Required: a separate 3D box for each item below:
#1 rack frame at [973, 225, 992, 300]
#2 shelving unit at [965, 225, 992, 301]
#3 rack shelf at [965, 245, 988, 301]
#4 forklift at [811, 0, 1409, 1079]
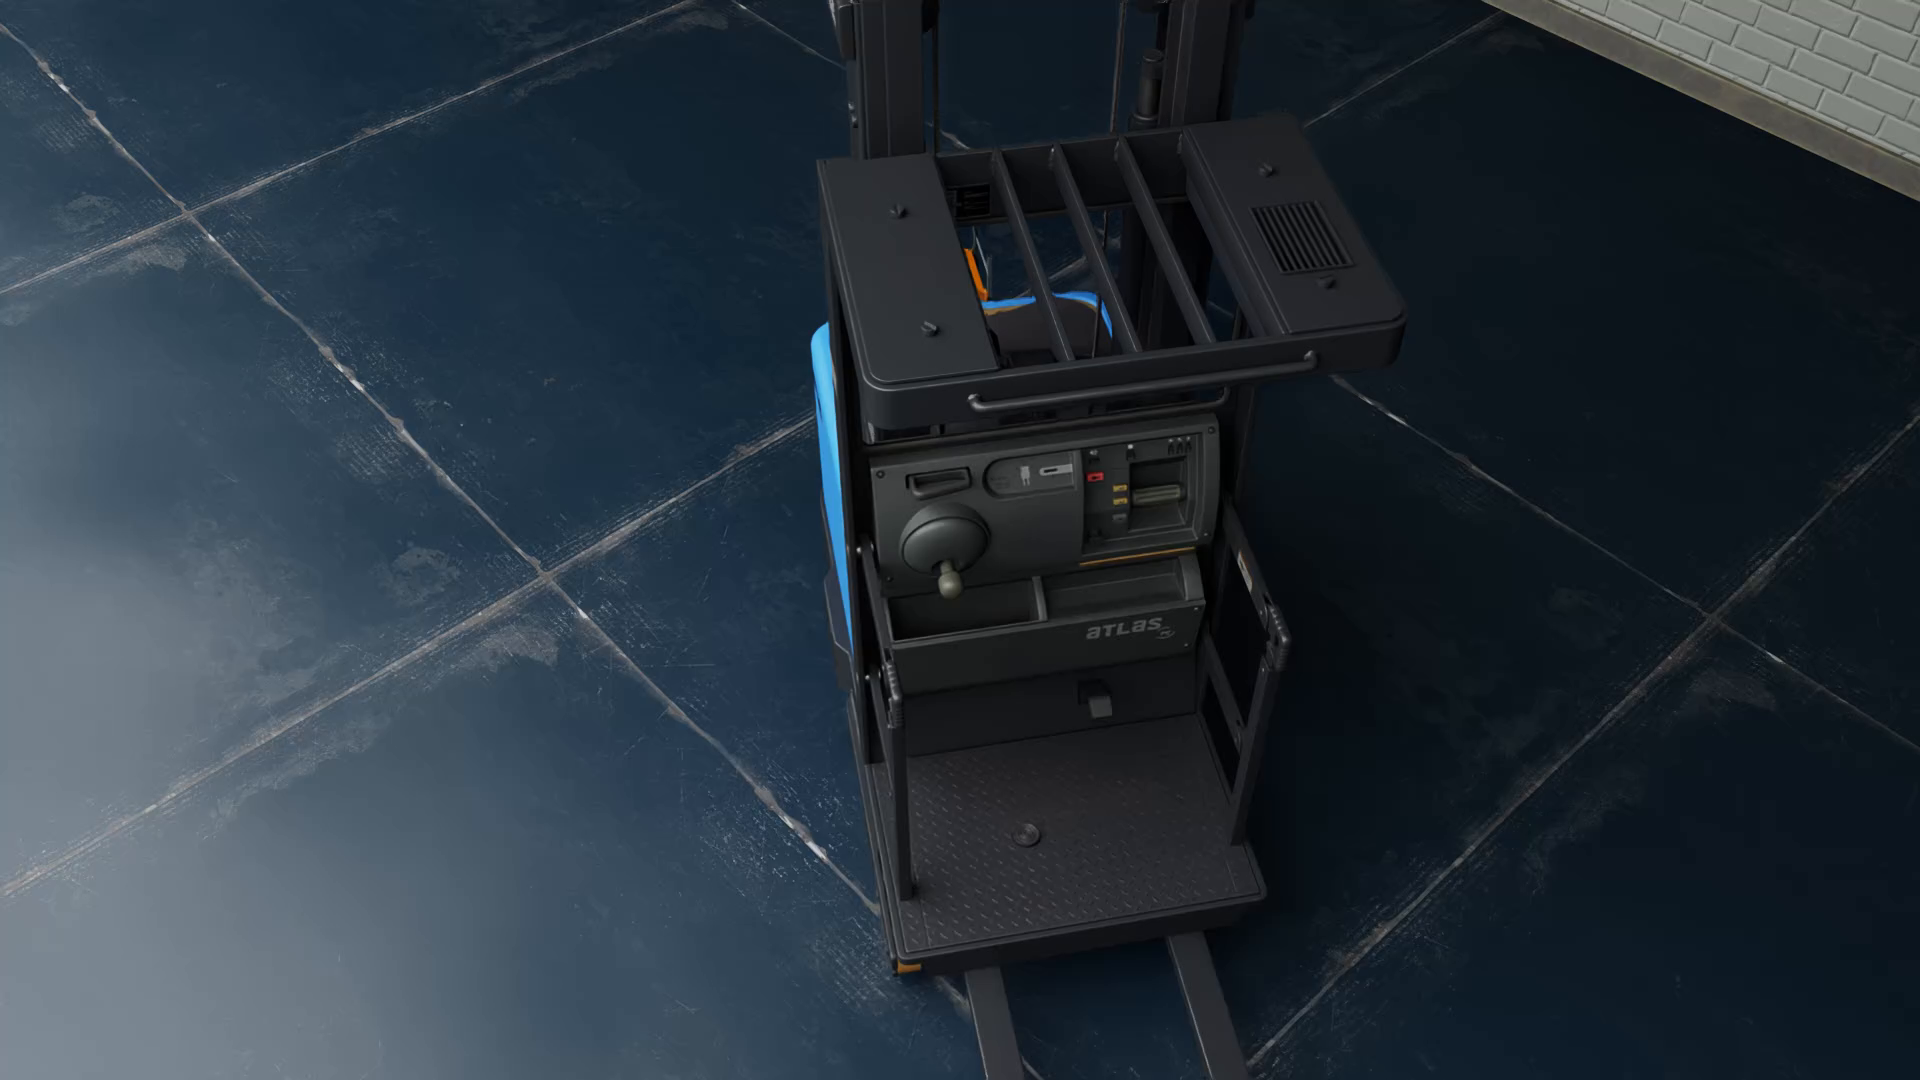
[{"bbox_3d":[0.075,-0.615,6.001,0.015,1.200,0.240,-8,48,-8],"label":"rack frame"},{"bbox_3d":[-0.164,-0.580,5.969,0.503,1.200,0.258,-8,48,-8],"label":"shelving unit"},{"bbox_3d":[-0.164,-0.846,5.680,0.480,0.148,0.258,-8,48,-8],"label":"rack shelf"},{"bbox_3d":[0.275,0.013,4.244,1.130,2.935,3.031,-8,48,-7],"label":"forklift"}]
